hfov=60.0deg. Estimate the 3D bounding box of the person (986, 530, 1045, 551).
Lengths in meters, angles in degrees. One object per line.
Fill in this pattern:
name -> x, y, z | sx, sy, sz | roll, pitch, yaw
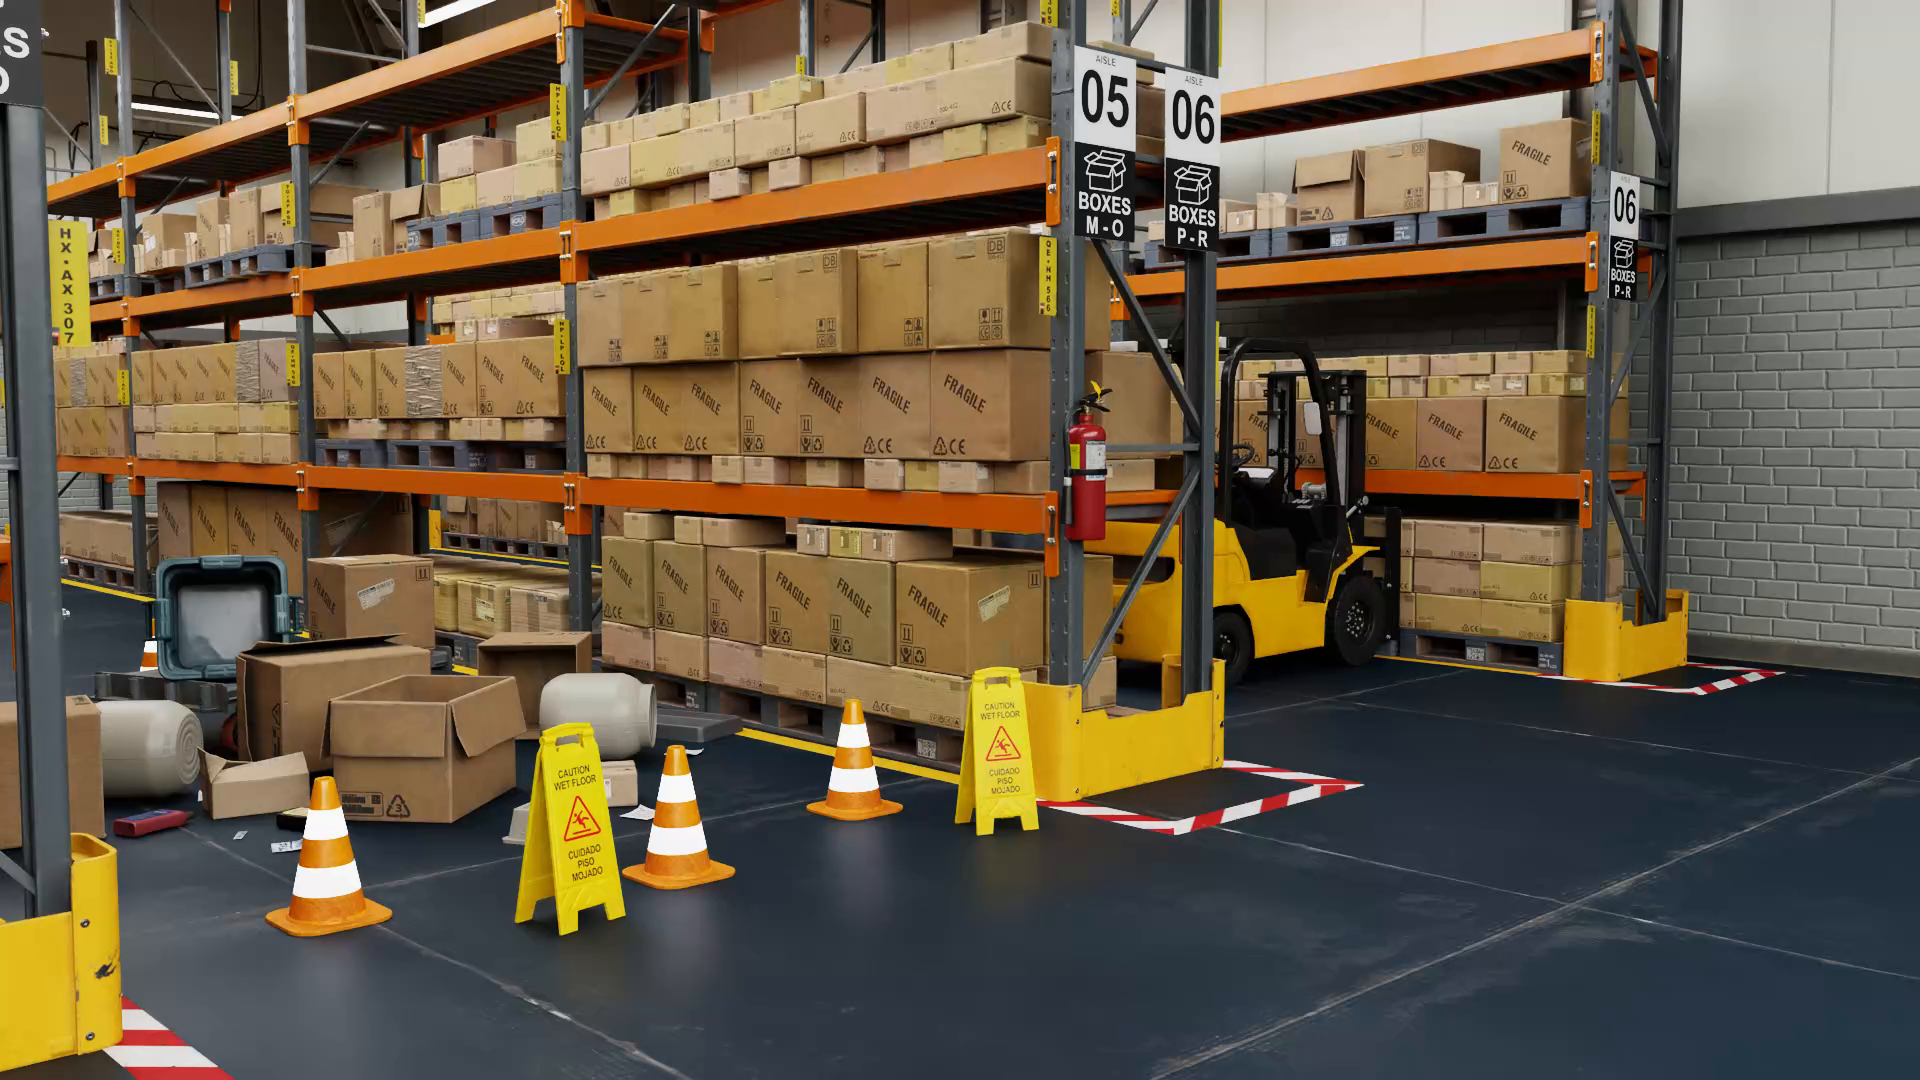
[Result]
person -> 0.596, 0.156, 12.146 | 0.475, 1.242, 0.956 | 4, 5, 44
